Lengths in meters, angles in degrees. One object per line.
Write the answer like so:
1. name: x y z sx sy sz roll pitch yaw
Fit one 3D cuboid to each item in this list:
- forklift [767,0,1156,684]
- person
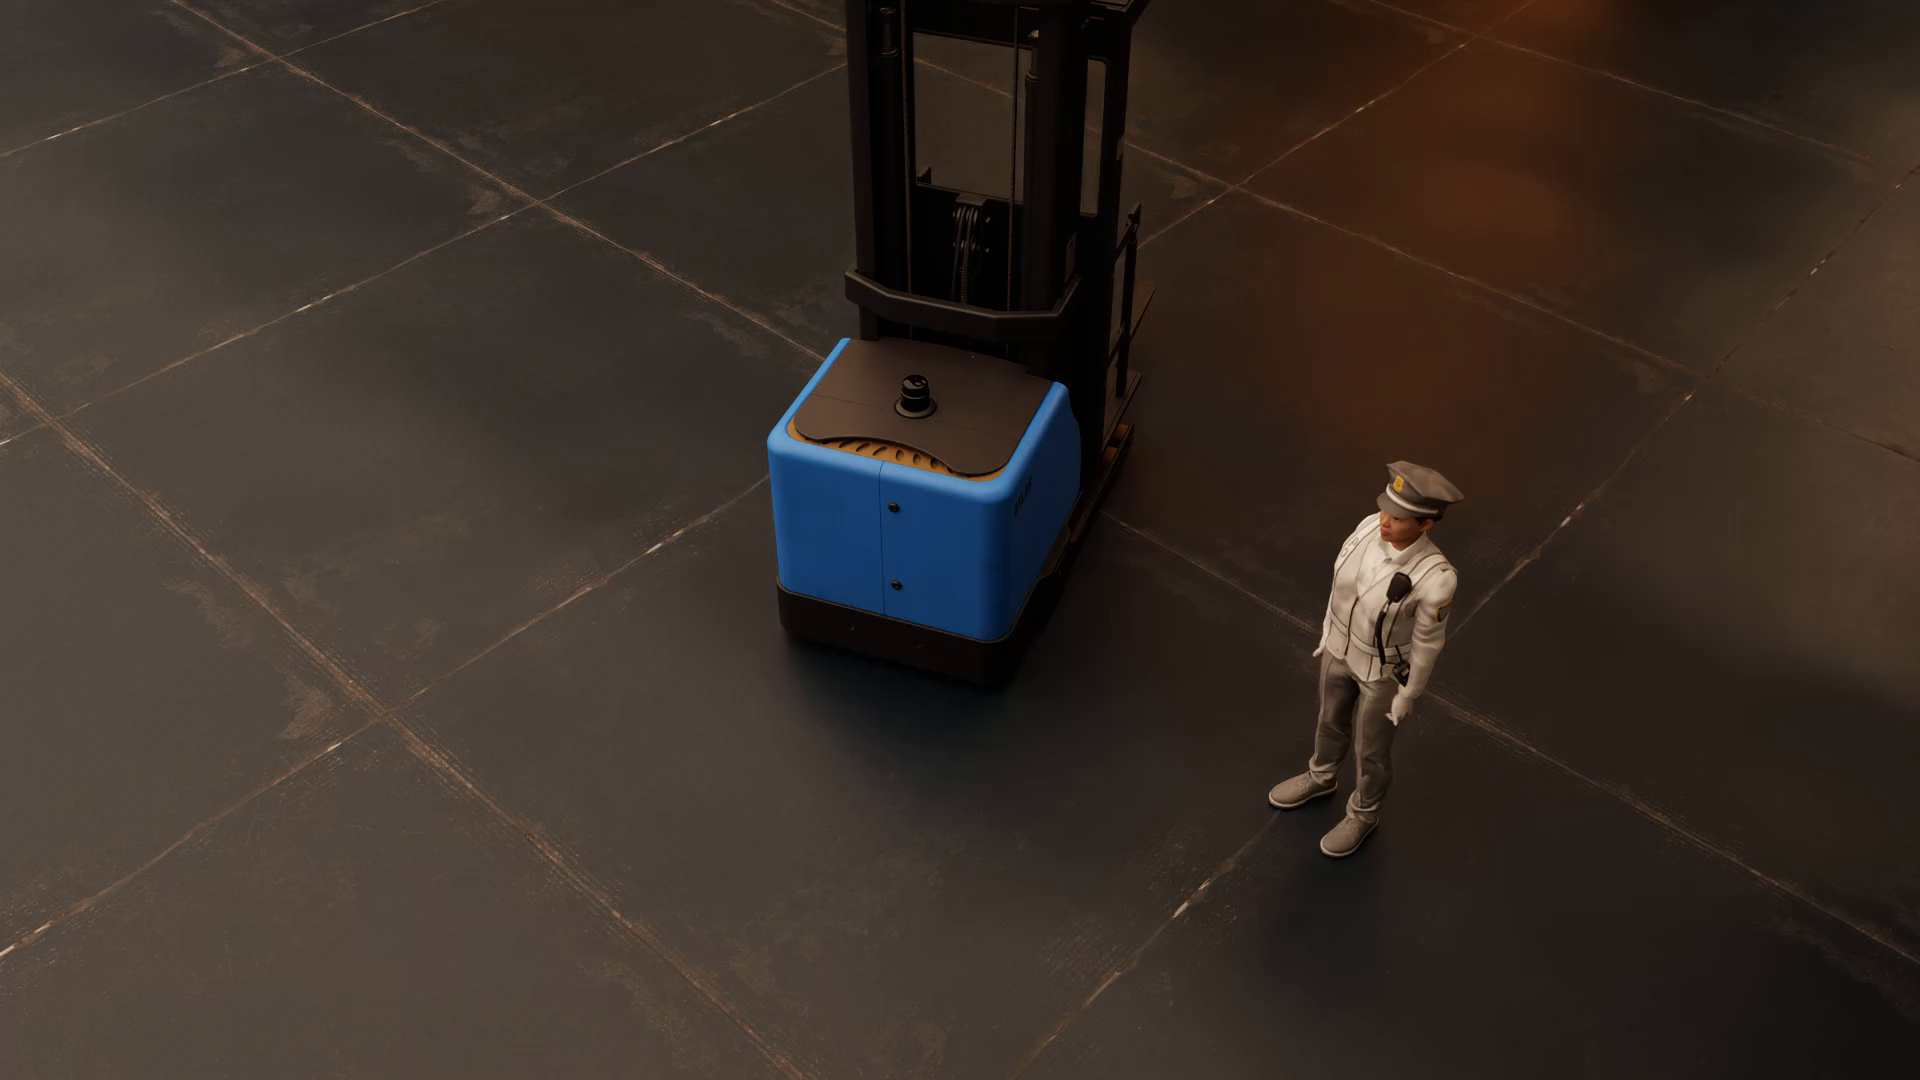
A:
1. forklift: 0.211 -1.484 7.158 1.130 2.935 3.031 14 42 15
2. person: 1.454 0.423 5.890 0.360 1.694 0.458 -23 46 -24
